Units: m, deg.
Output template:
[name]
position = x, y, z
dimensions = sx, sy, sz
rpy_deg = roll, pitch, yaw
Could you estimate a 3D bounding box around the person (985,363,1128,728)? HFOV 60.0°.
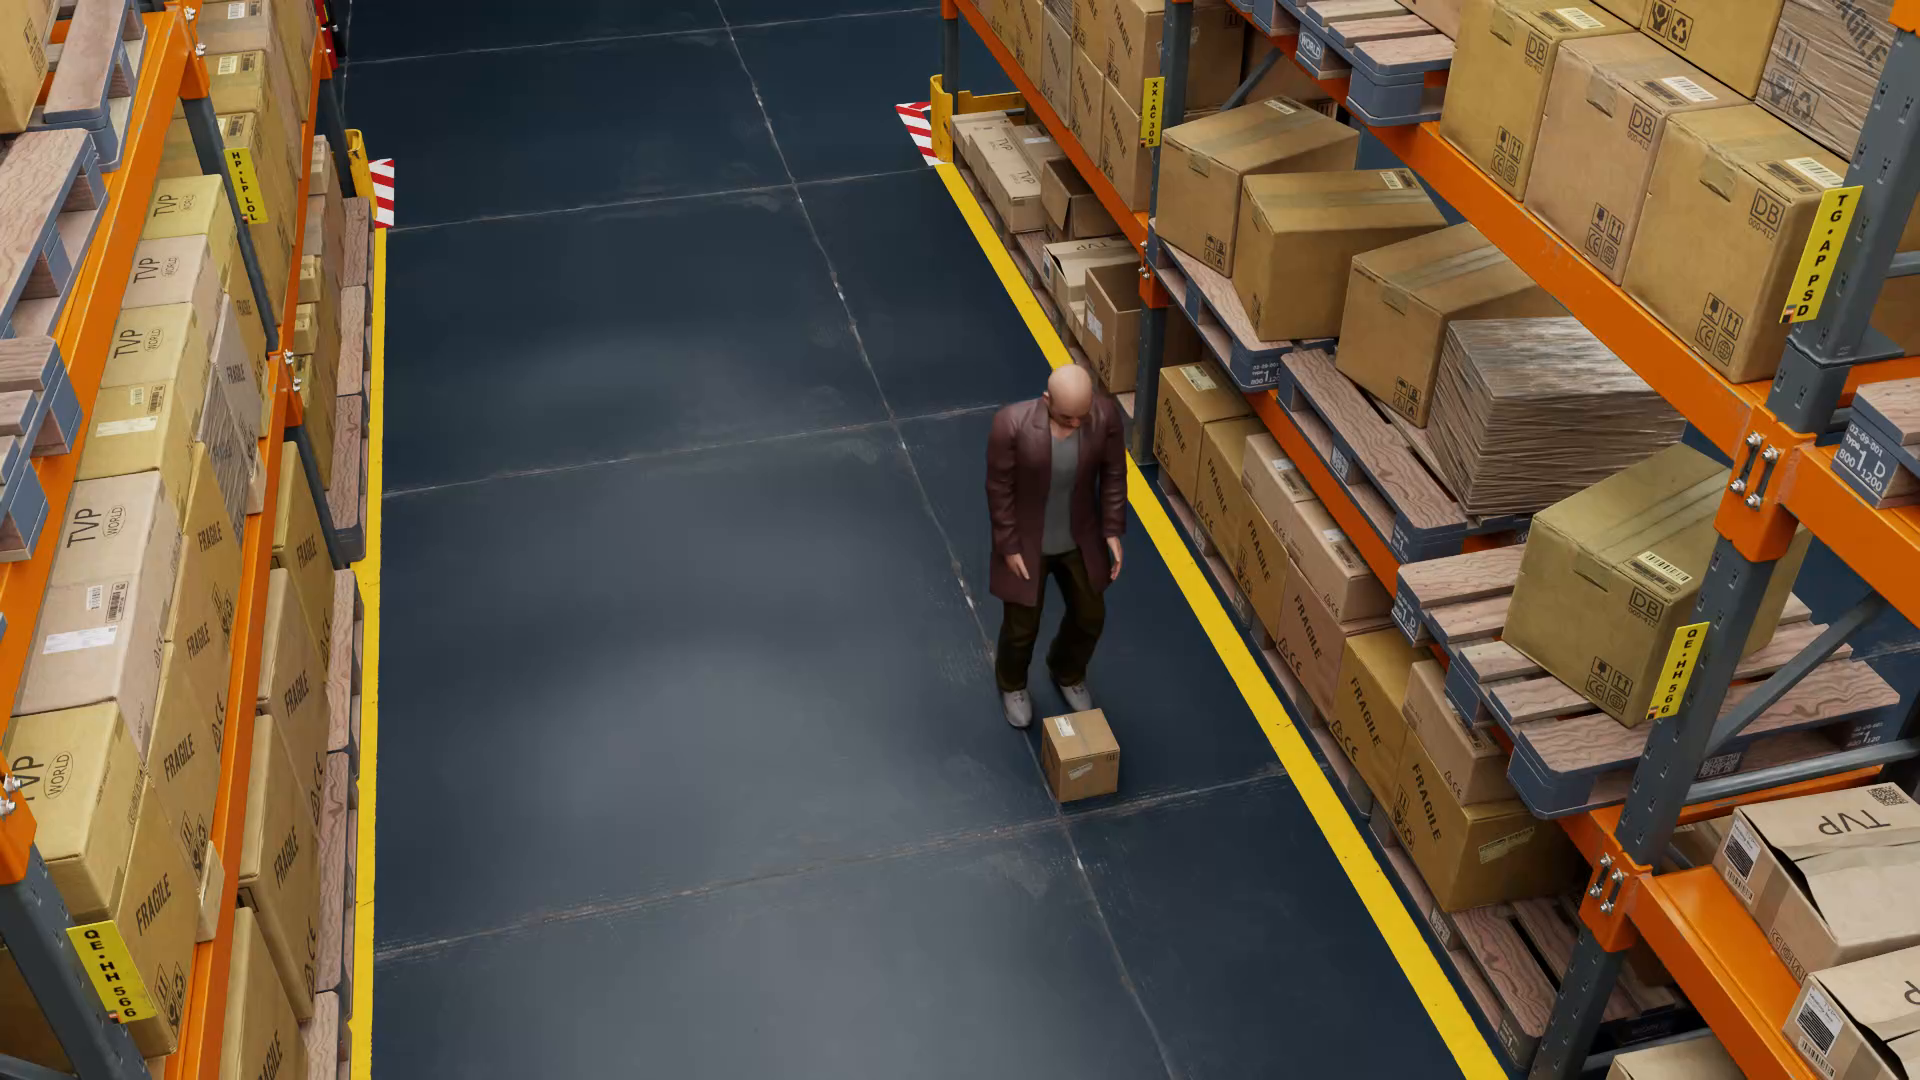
[person]
position = 0.391, 0.004, 6.772
dimensions = 0.587, 1.730, 0.416
rpy_deg = -9, 38, -11
